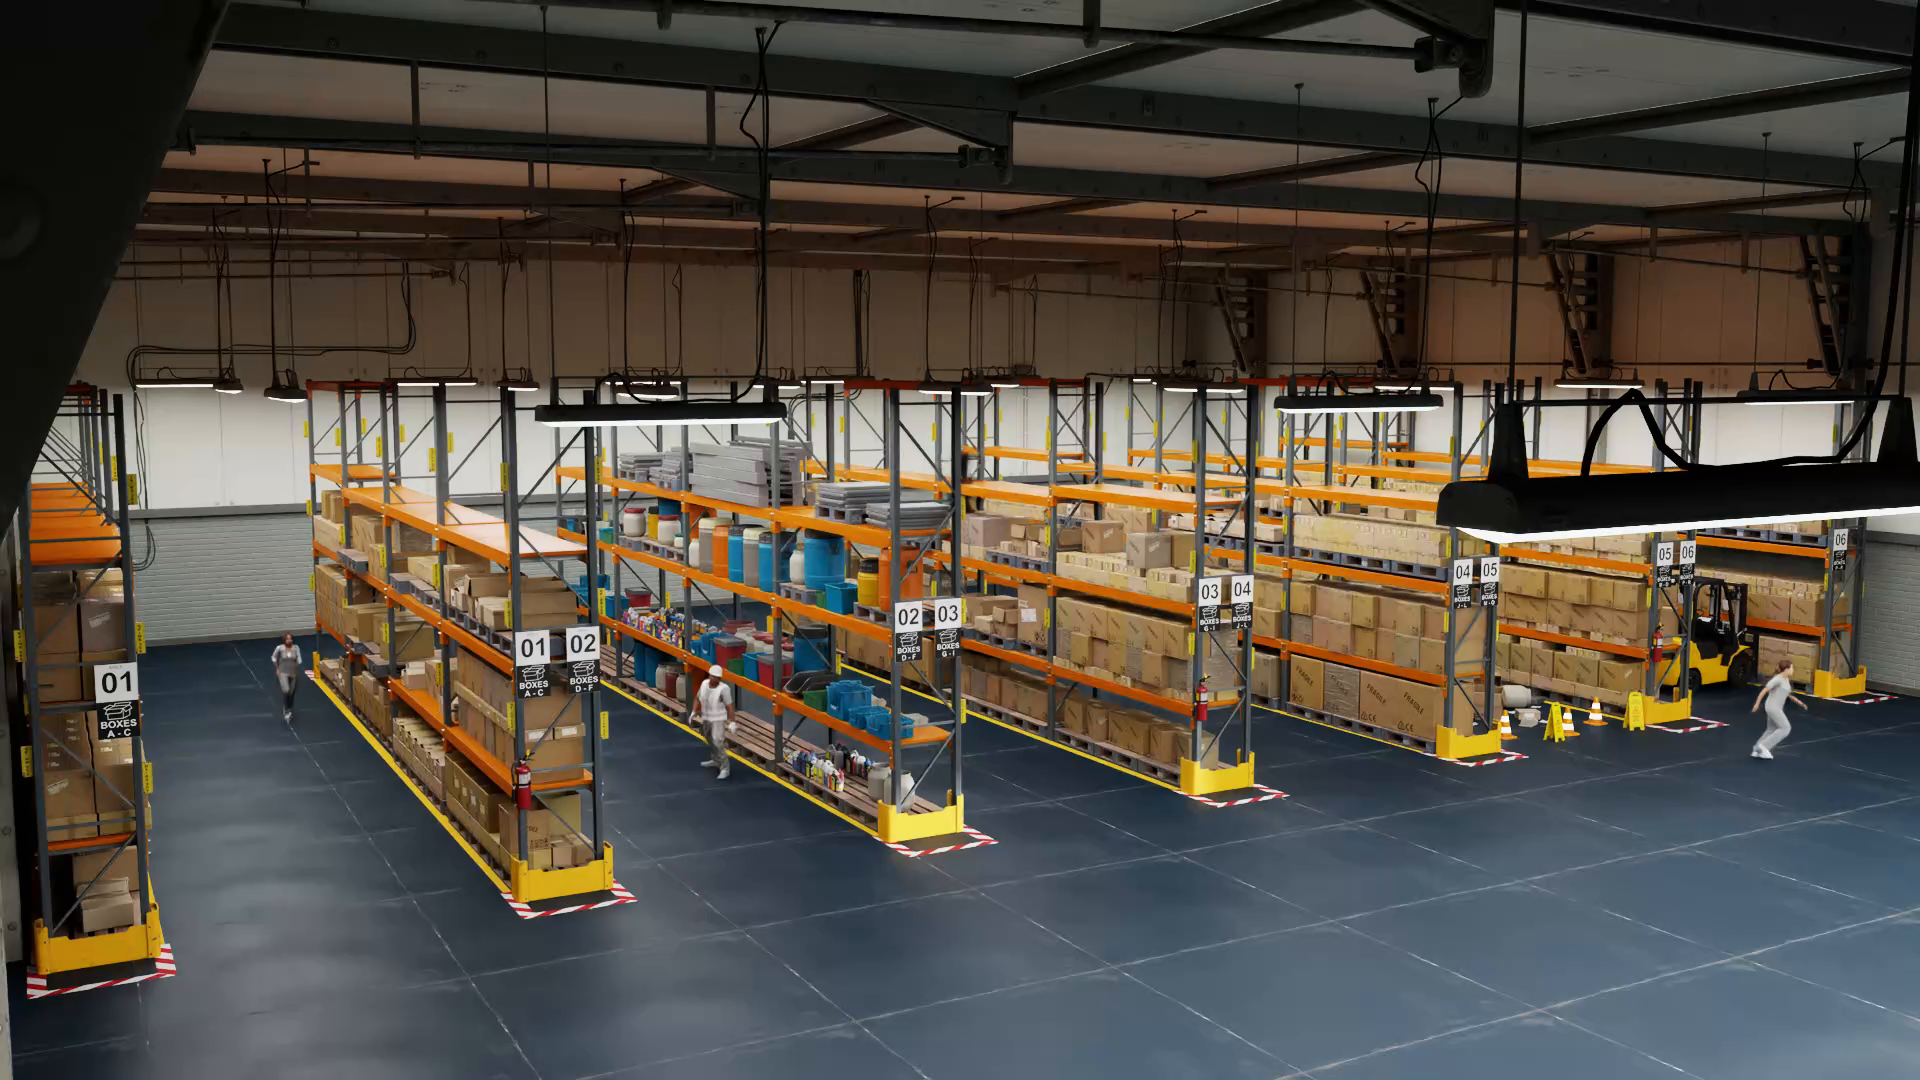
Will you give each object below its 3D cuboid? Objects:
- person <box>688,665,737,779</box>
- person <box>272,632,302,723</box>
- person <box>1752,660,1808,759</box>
[{"bbox_3d":[-3.821,2.756,25.581,0.858,1.718,0.762,5,8,38],"label":"person"},{"bbox_3d":[-11.903,2.420,29.463,0.458,1.606,0.788,-4,7,-35],"label":"person"},{"bbox_3d":[13.057,2.701,26.481,0.743,1.612,0.559,5,8,37],"label":"person"}]
